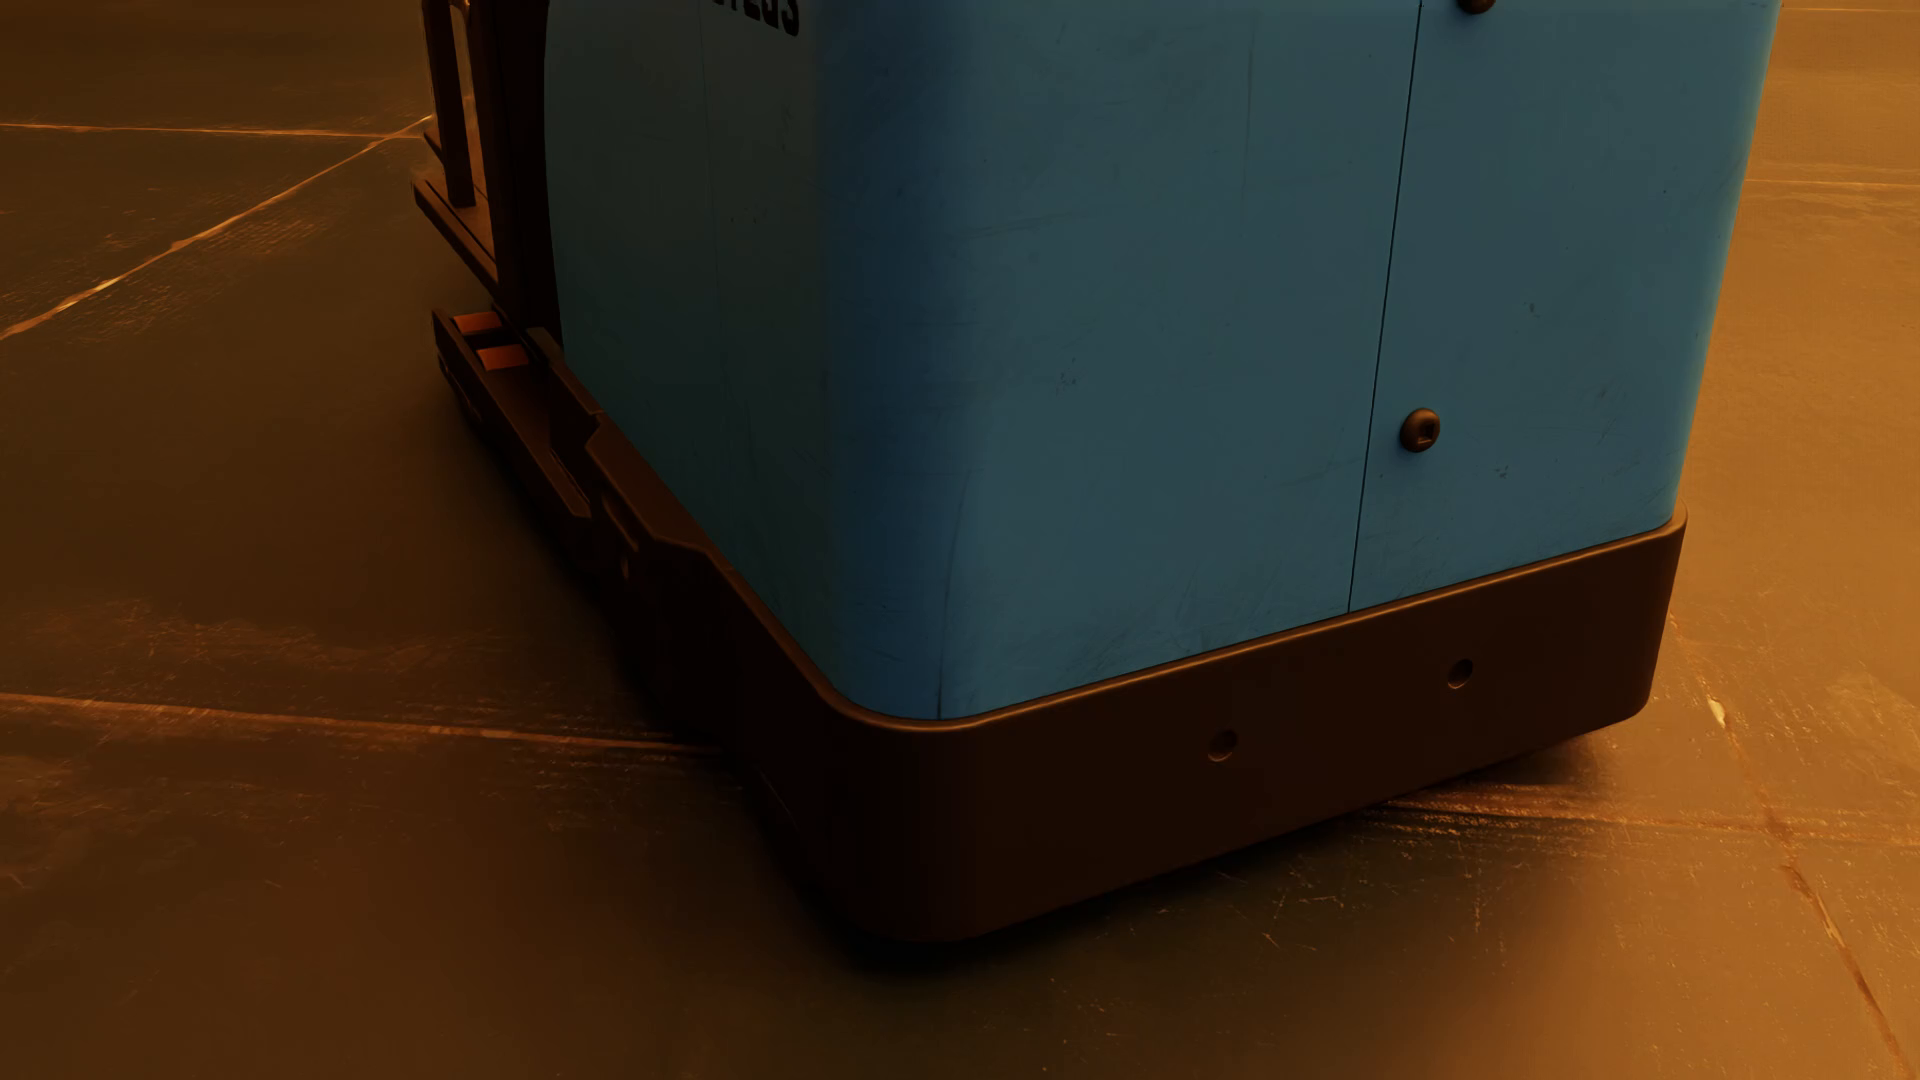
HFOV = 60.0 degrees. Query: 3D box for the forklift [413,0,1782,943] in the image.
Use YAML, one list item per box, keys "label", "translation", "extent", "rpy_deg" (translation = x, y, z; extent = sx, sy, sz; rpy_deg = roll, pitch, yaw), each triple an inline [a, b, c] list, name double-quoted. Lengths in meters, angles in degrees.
- label: "forklift"
  translation: [-0.290, -1.558, 2.339]
  extent: [1.130, 2.935, 3.031]
  rpy_deg: [-13, 29, -24]
